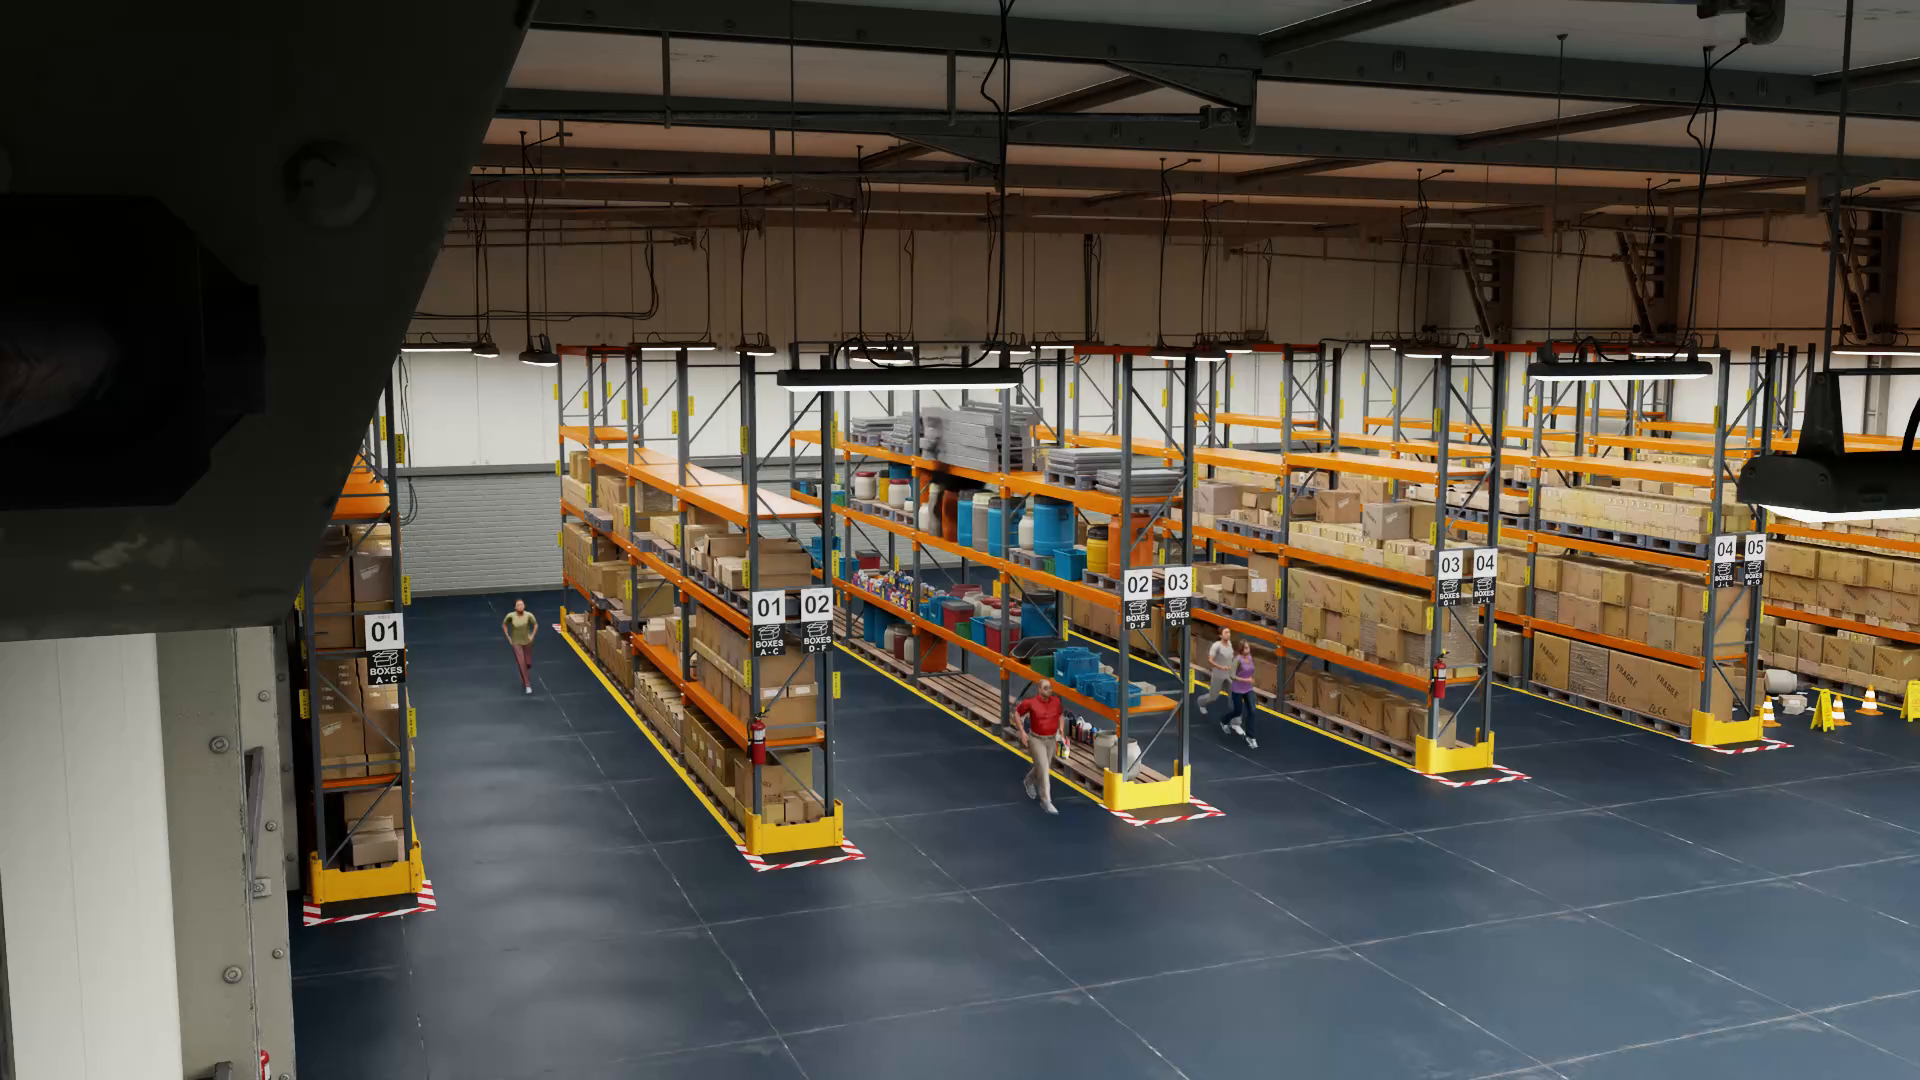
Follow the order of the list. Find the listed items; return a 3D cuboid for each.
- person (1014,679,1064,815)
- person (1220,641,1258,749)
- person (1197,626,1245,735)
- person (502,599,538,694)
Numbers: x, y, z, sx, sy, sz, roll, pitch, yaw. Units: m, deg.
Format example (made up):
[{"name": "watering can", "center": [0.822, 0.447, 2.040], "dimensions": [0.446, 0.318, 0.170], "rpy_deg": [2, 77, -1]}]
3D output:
[{"name": "person", "center": [1.069, 2.693, 22.065], "dimensions": [0.659, 1.764, 0.910], "rpy_deg": [-4, 8, -31]}, {"name": "person", "center": [4.279, 2.332, 25.433], "dimensions": [0.569, 1.641, 0.826], "rpy_deg": [-5, 9, -35]}, {"name": "person", "center": [4.130, 2.176, 26.363], "dimensions": [0.536, 1.670, 1.114], "rpy_deg": [-3, 8, -25]}, {"name": "person", "center": [-7.714, 1.827, 29.212], "dimensions": [0.604, 1.648, 0.802], "rpy_deg": [-3, 8, -21]}]
